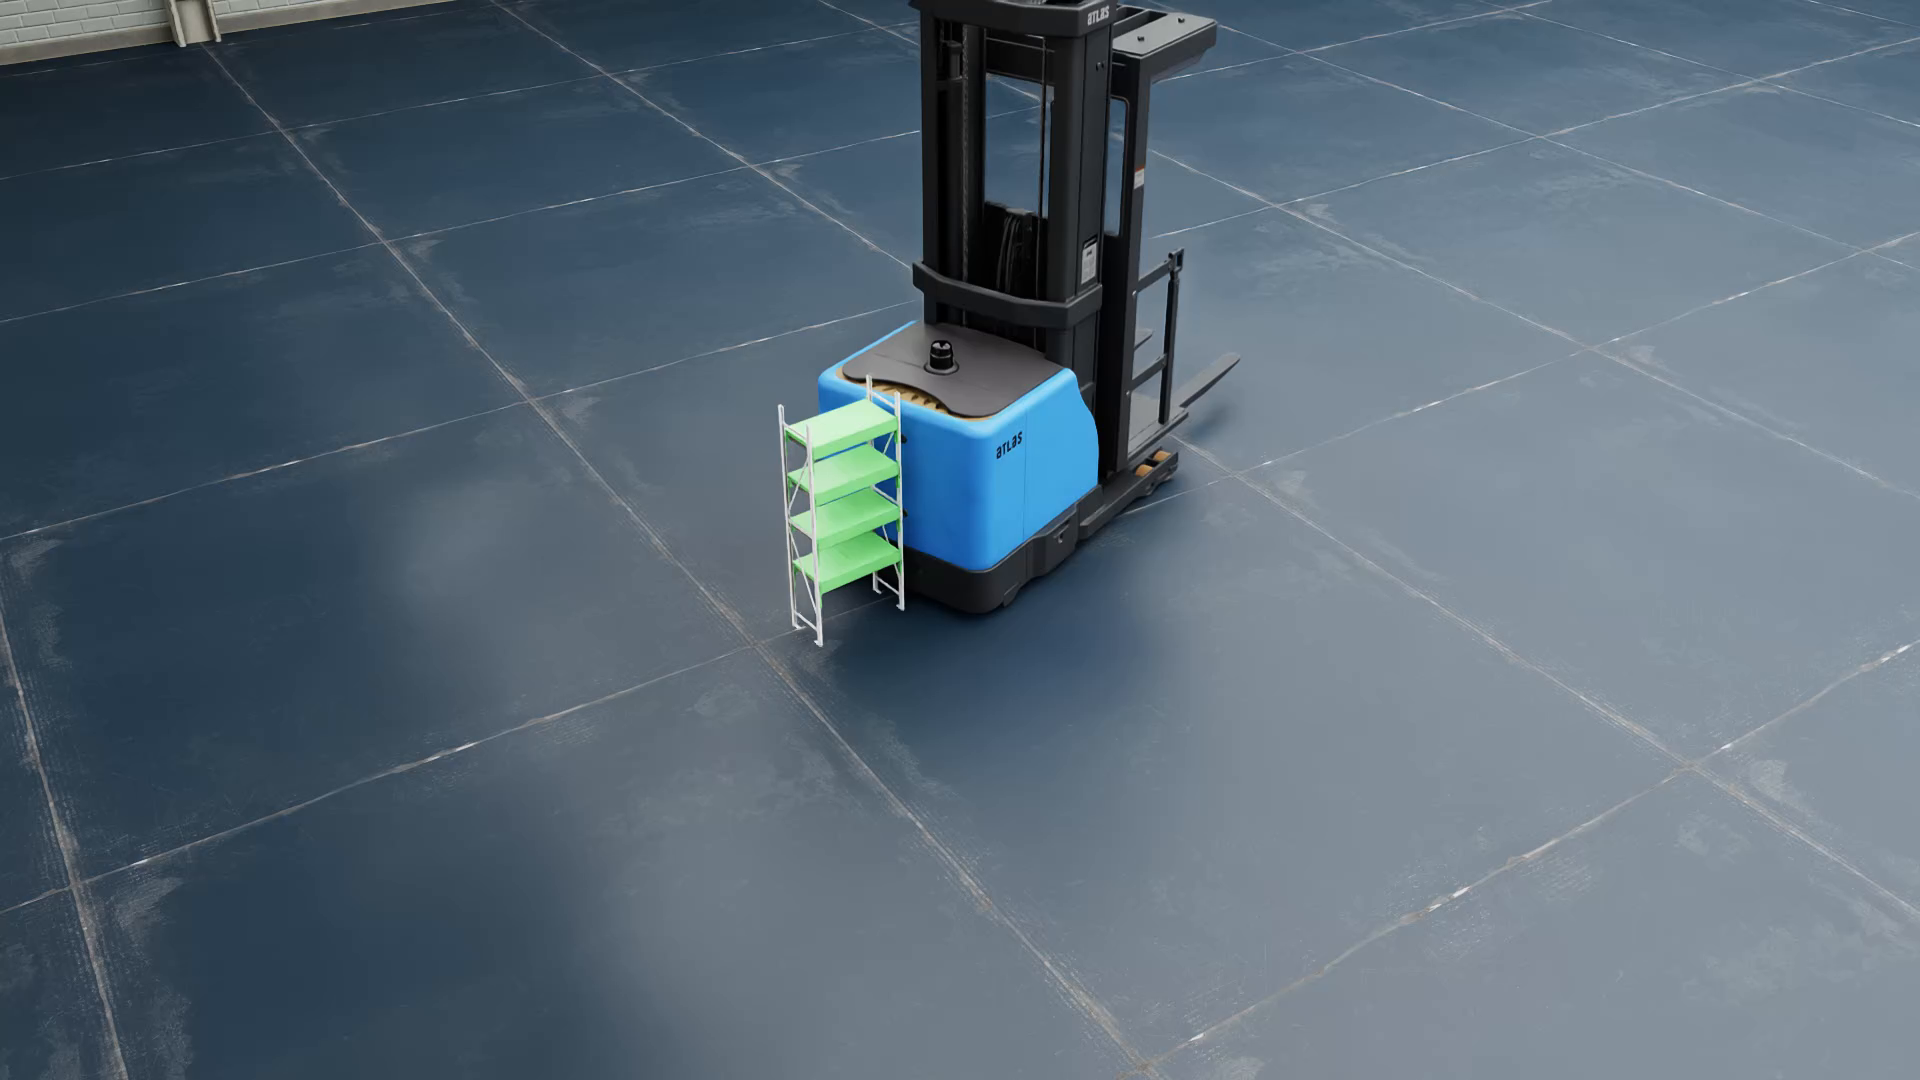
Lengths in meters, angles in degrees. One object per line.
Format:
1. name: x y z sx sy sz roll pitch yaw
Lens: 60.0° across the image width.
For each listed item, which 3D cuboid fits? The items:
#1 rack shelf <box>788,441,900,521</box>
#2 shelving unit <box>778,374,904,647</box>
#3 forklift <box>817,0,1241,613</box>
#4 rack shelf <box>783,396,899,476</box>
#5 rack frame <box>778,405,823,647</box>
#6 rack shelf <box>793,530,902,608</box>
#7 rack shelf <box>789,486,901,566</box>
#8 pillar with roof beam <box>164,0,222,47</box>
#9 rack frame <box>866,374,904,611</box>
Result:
1. rack shelf: -0.545 -0.278 7.736 0.480 0.148 0.258 -23 39 -32
2. shelving unit: -0.545 -0.129 7.830 0.503 1.200 0.258 -23 39 -32
3. forklift: 0.560 -1.620 8.571 1.130 2.935 3.031 21 38 29
4. rack shelf: -0.545 -0.481 7.608 0.480 0.148 0.258 -23 39 -32
5. rack frame: -0.736 -0.047 7.700 0.015 1.200 0.240 -23 39 -32
6. rack shelf: -0.545 0.128 7.992 0.480 0.148 0.258 -23 39 -32
7. rack shelf: -0.545 -0.075 7.864 0.480 0.148 0.258 -23 39 -32
8. pillar with roof beam: -5.327 -6.896 11.247 0.400 9.000 9.100 -19 37 -27
9. rack frame: -0.355 -0.210 7.959 0.015 1.200 0.240 -23 39 -32
